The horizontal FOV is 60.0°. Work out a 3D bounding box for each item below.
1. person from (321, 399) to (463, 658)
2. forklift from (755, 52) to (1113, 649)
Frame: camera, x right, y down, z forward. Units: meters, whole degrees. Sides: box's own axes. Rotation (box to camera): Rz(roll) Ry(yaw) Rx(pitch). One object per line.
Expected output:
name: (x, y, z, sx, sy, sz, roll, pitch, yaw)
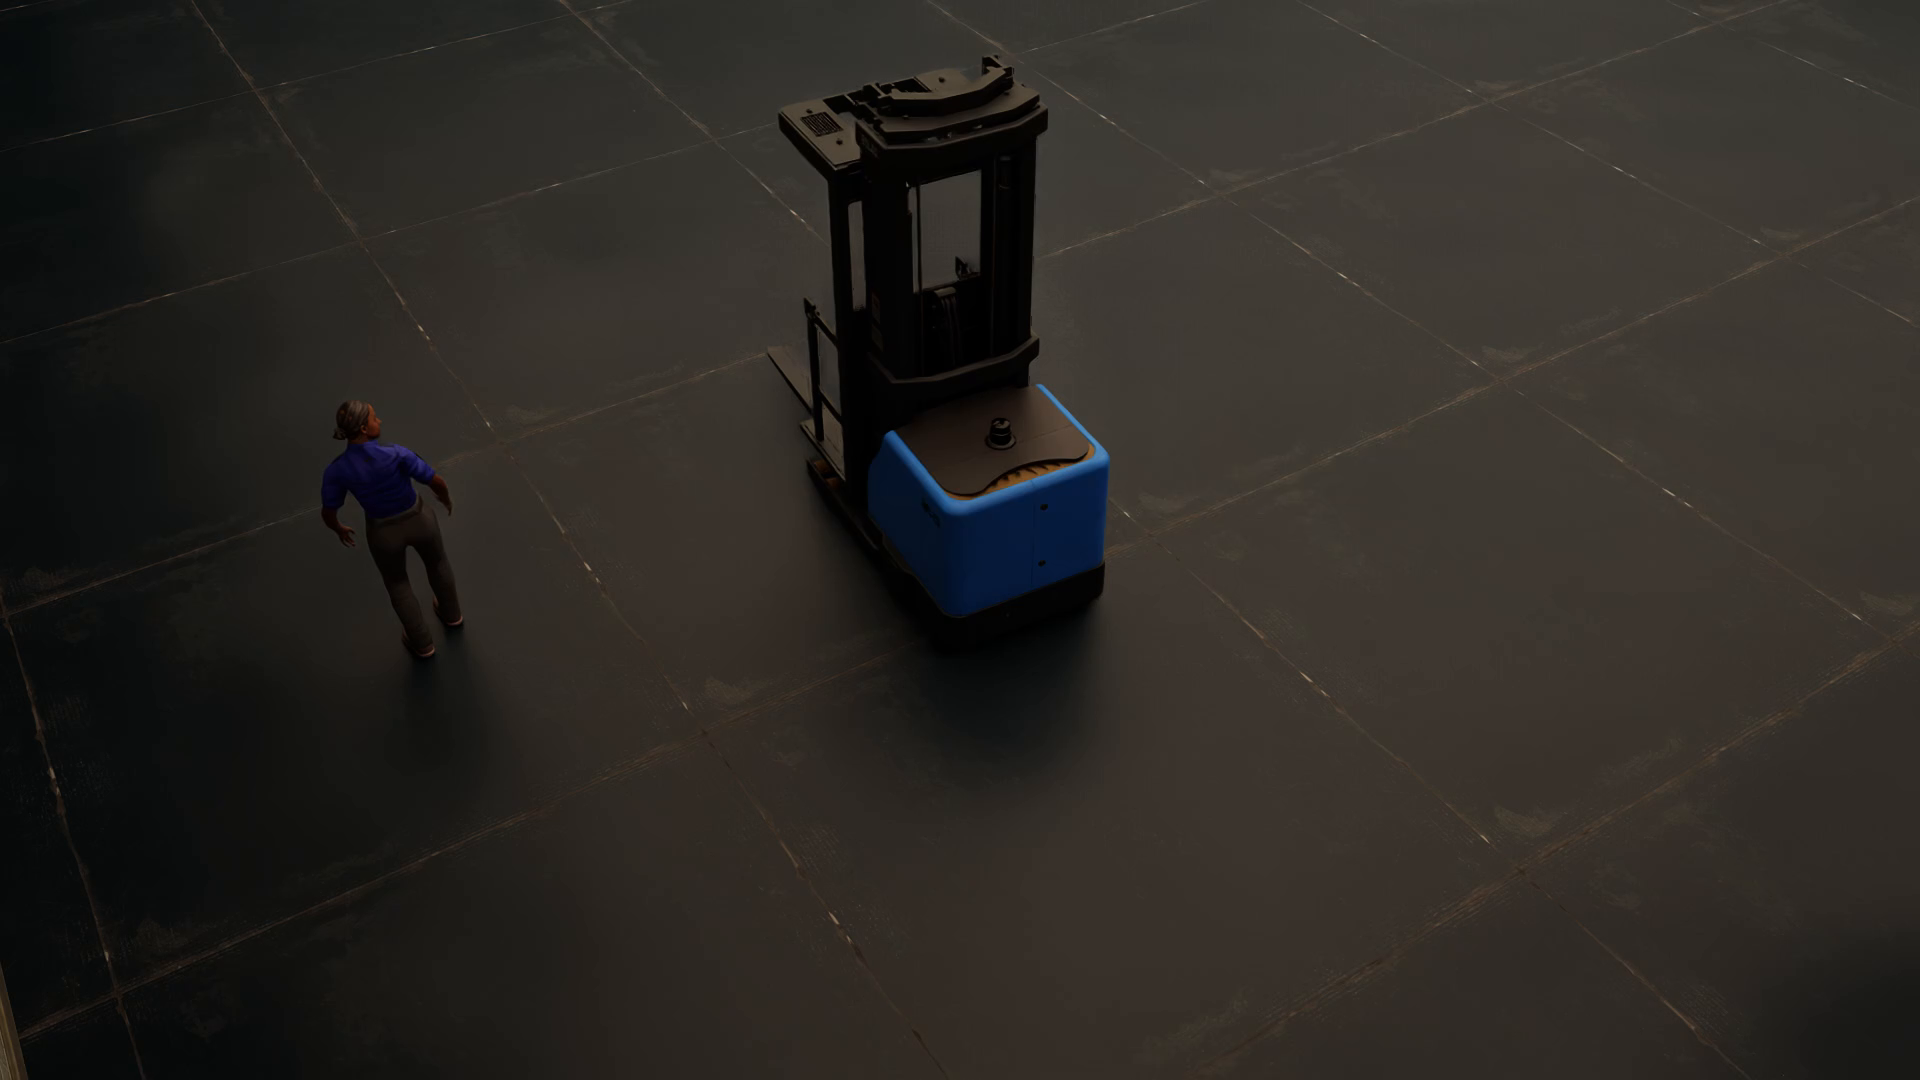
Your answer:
person: (-3.057, -0.093, 8.966, 0.663, 1.637, 0.471, -17, 44, -19)
forklift: (-0.329, -1.450, 9.530, 1.130, 2.935, 3.031, -21, 45, -22)
